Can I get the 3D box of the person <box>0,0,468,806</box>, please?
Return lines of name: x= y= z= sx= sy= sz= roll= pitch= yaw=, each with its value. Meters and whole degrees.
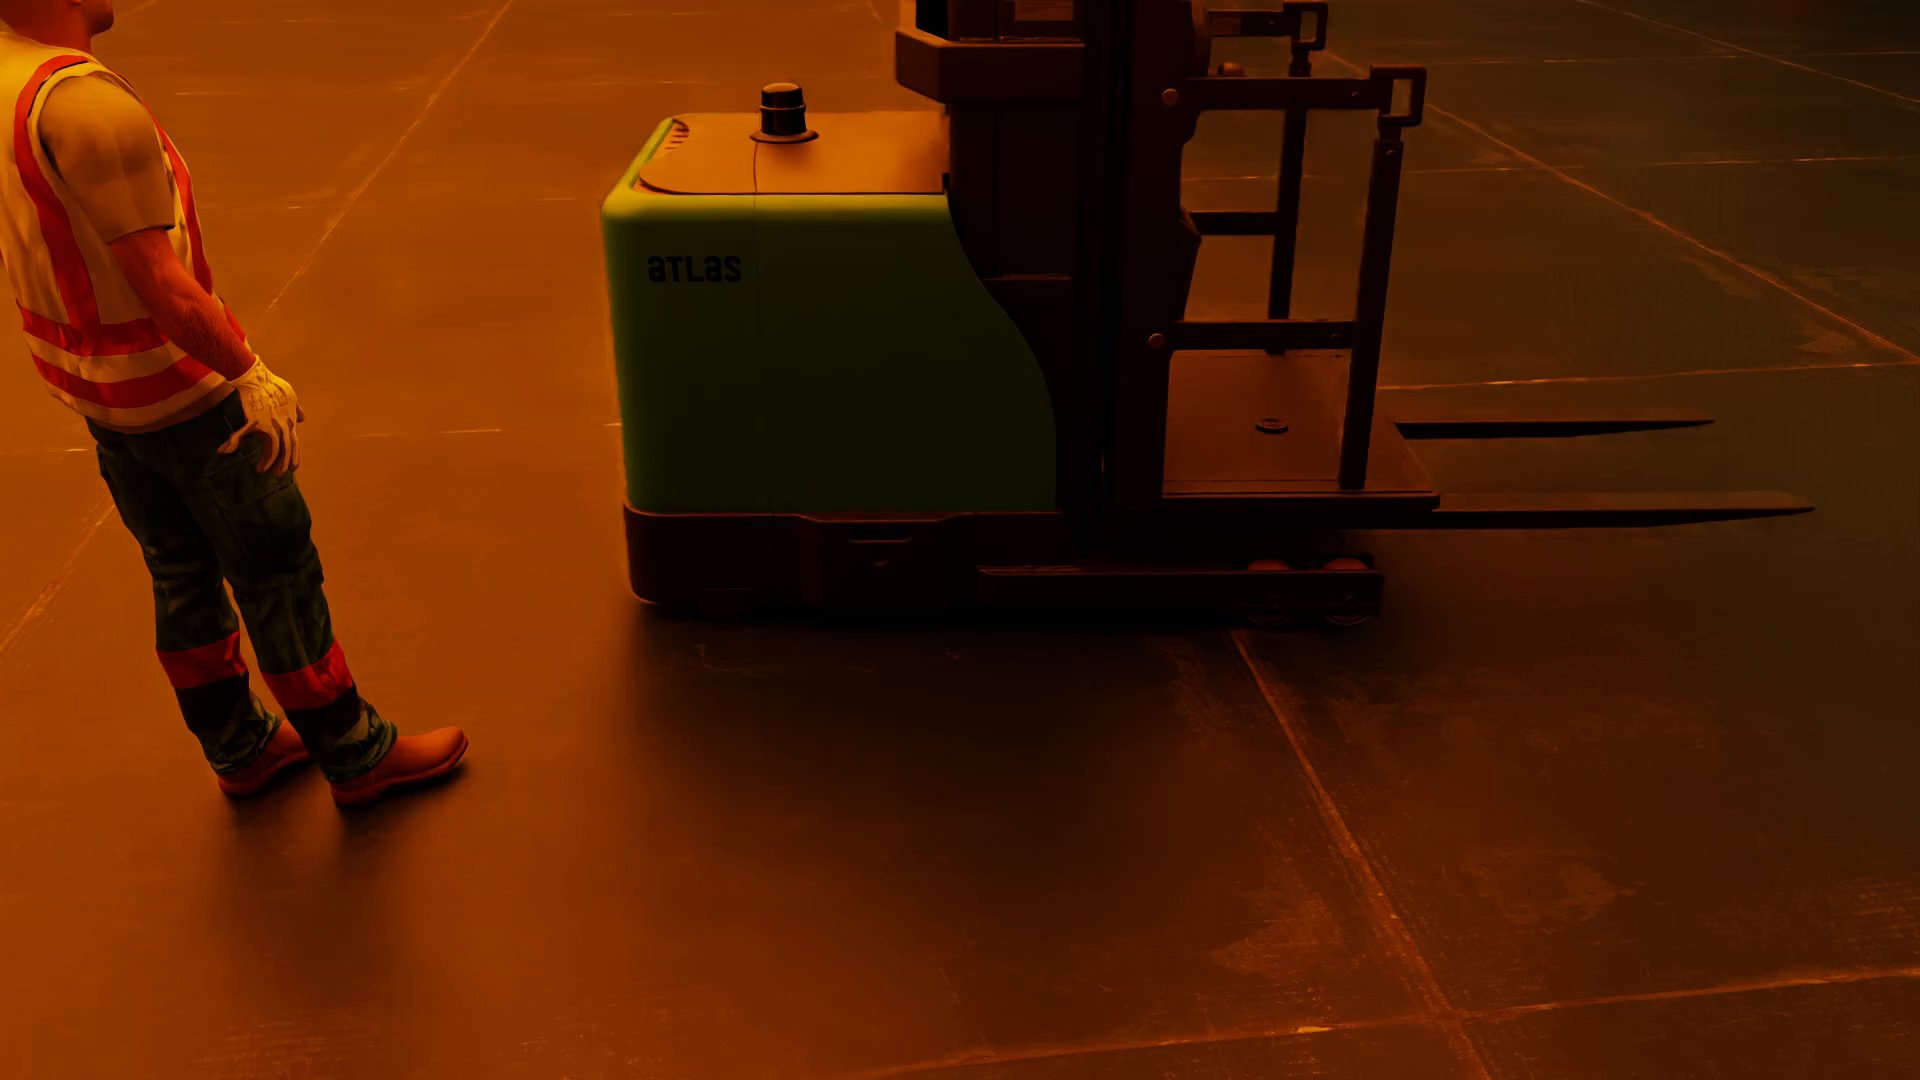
person: x=-1.450 y=-0.314 z=3.180 sx=0.638 sy=1.787 sz=0.565 roll=18 pitch=31 yaw=32

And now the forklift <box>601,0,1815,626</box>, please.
forklift: x=0.677 y=-1.336 z=4.002 sx=3.031 sy=2.935 sz=1.130 roll=0 pitch=26 yaw=-1
